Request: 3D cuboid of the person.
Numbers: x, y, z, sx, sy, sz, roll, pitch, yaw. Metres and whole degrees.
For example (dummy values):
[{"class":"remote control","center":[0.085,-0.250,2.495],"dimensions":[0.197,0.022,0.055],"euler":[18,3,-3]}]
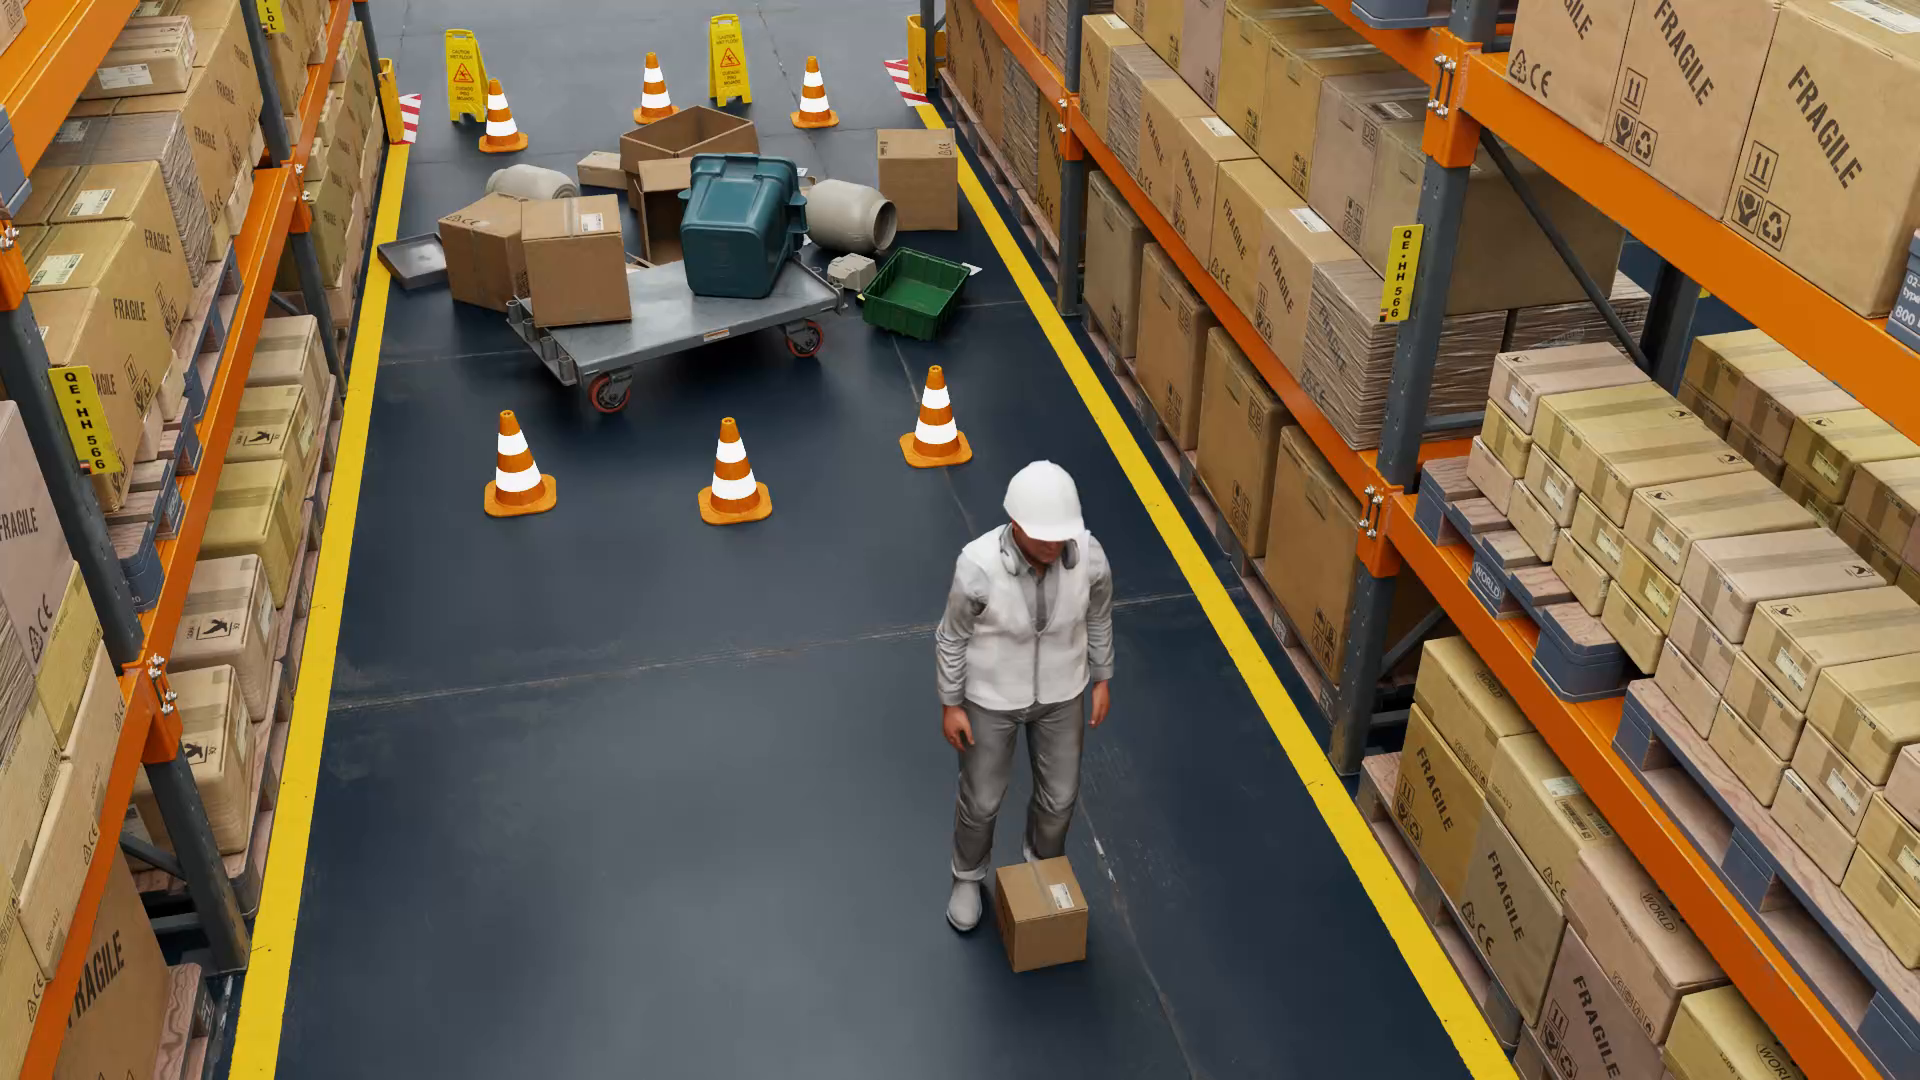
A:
[{"class":"person","center":[0.214,0.493,5.391],"dimensions":[0.589,1.772,0.464],"euler":[-8,35,-12]}]
